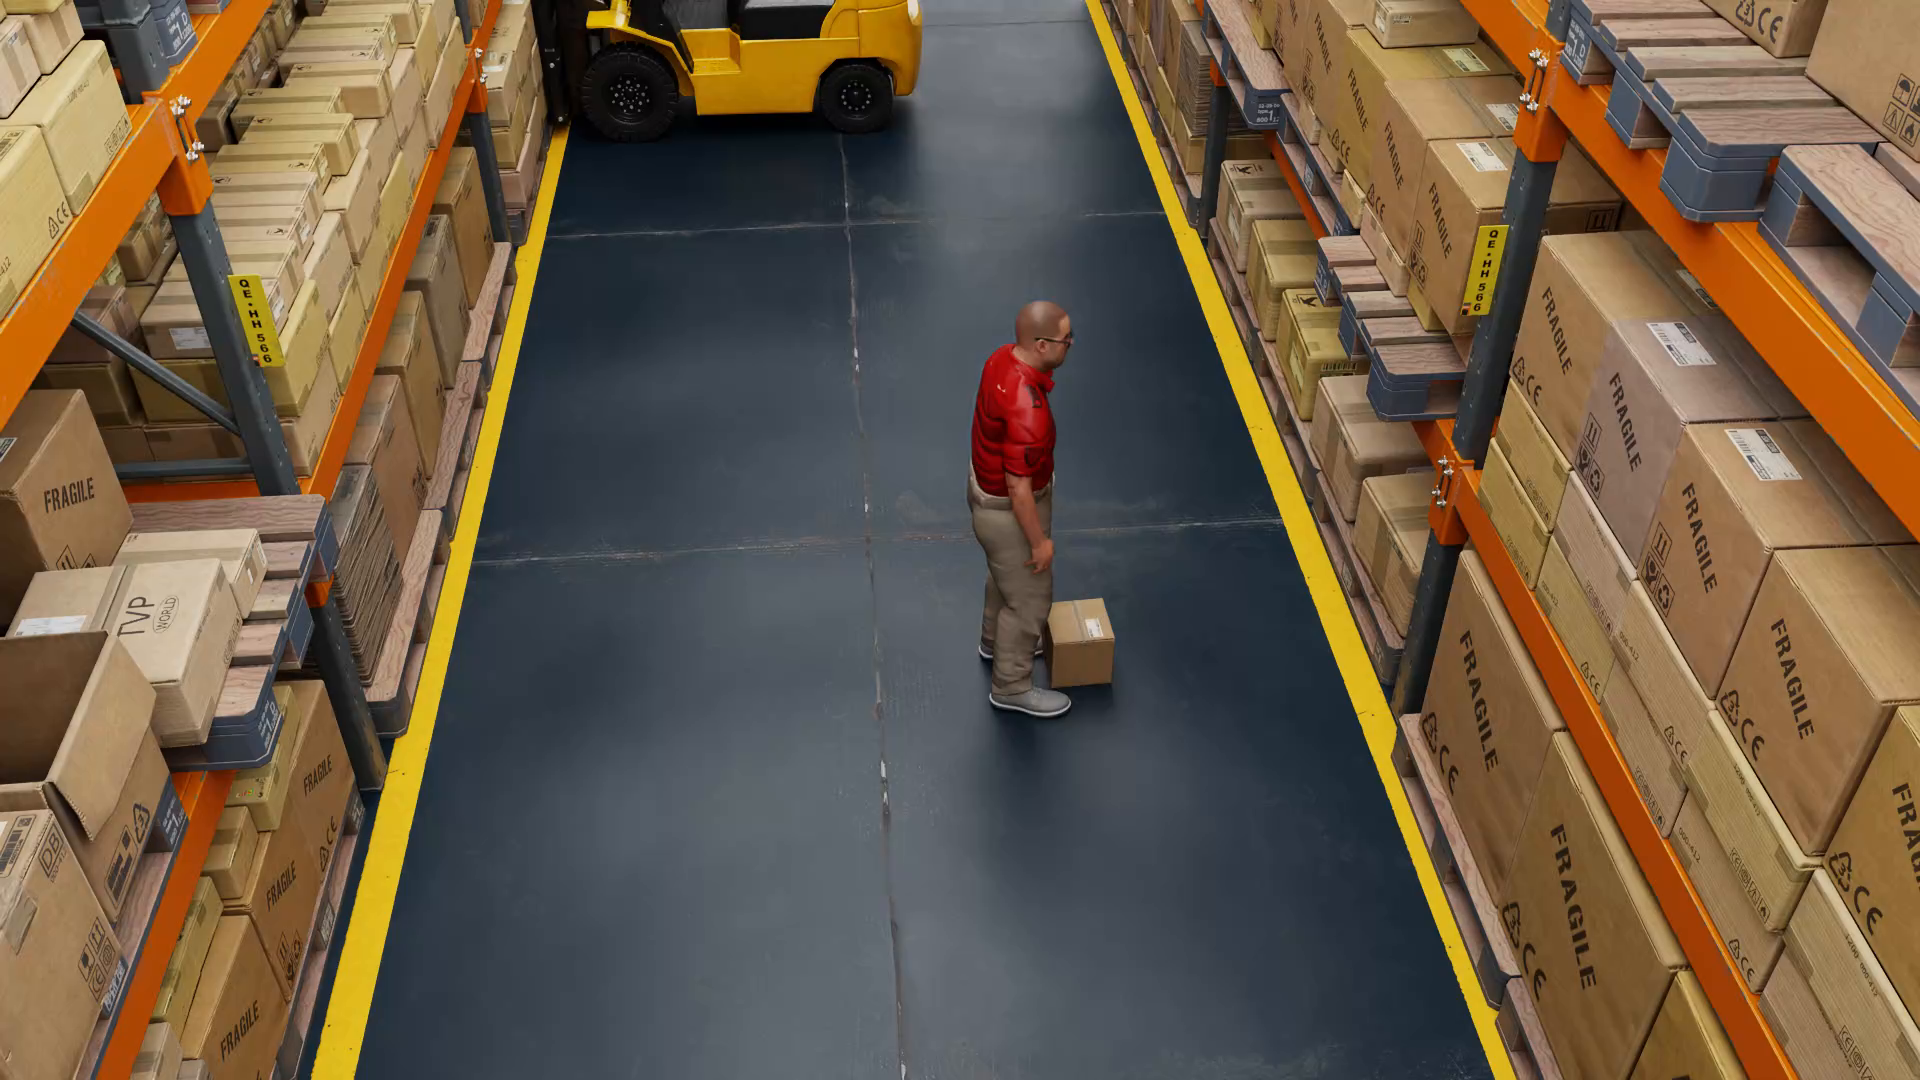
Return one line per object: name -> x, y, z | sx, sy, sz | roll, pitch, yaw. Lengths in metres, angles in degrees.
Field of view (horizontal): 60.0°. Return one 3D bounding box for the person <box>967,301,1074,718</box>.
person -> 0.228, -0.134, 6.331 | 0.384, 1.727, 0.595 | -4, 39, -5
